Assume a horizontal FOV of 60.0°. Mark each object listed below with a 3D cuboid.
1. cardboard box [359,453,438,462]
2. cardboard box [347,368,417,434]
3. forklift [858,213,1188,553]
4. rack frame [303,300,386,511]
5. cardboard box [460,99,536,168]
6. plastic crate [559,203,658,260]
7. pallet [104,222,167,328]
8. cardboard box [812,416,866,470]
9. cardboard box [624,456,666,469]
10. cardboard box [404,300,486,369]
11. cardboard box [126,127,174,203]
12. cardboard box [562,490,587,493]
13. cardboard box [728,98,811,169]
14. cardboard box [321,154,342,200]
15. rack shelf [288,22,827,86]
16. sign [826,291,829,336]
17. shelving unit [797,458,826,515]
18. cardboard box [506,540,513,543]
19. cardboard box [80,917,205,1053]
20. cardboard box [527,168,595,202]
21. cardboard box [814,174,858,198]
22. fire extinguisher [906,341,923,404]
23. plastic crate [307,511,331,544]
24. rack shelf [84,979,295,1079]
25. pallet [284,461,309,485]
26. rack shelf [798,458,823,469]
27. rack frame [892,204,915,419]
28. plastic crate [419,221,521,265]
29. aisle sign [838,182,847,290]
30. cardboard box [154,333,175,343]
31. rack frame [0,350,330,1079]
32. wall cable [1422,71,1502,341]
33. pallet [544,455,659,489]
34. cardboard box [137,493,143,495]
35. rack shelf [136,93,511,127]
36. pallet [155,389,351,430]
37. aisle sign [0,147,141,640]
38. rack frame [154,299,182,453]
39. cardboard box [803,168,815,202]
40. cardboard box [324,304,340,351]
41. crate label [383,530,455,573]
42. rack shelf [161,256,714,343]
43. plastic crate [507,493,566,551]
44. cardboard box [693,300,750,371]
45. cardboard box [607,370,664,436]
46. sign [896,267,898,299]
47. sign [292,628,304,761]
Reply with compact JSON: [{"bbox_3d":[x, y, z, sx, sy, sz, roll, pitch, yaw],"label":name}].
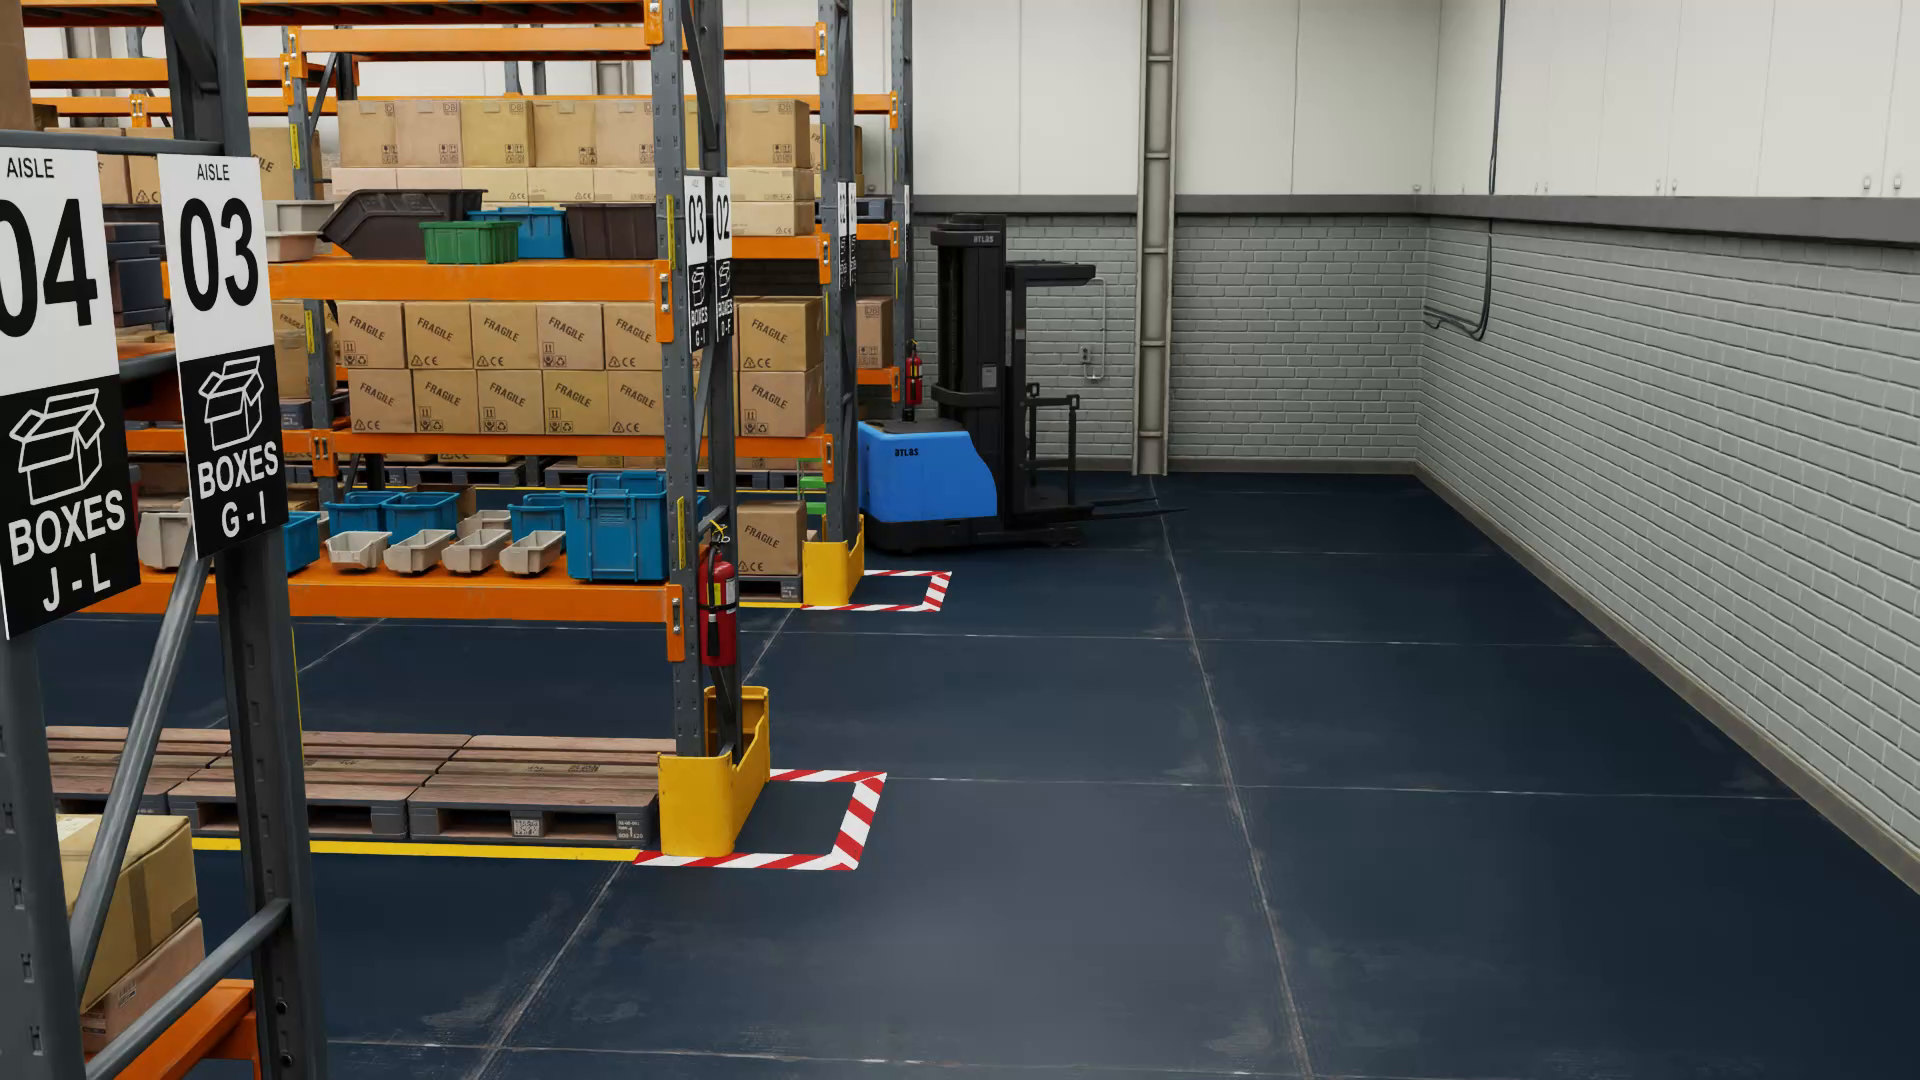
[{"bbox_3d":[-6.137,-1.290,18.317,0.750,0.750,0.750,1,12,5],"label":"cardboard box"},{"bbox_3d":[-4.430,-1.117,13.021,0.500,0.500,0.500,1,12,5],"label":"cardboard box"},{"bbox_3d":[0.596,-1.475,15.144,3.031,2.935,1.130,-4,12,-18],"label":"forklift"},{"bbox_3d":[-4.920,-1.131,13.330,0.127,3.000,1.000,1,12,4],"label":"rack frame"},{"bbox_3d":[-3.444,-3.097,12.718,0.500,0.500,0.700,1,12,4],"label":"cardboard box"},{"bbox_3d":[-1.630,-1.531,8.235,0.590,0.269,0.497,1,12,4],"label":"plastic crate"},{"bbox_3d":[-2.336,-0.485,3.135,1.213,0.211,1.003,1,12,4],"label":"pallet"},{"bbox_3d":[-1.307,-1.059,18.068,0.500,0.500,0.700,1,12,4],"label":"cardboard box"},{"bbox_3d":[-3.353,-1.086,18.196,0.500,0.500,0.700,1,12,3],"label":"cardboard box"},{"bbox_3d":[-3.954,-1.598,12.879,0.500,0.500,0.500,0,12,2],"label":"cardboard box"},{"bbox_3d":[-6.086,-2.929,13.086,0.600,0.600,0.600,1,12,3],"label":"cardboard box"},{"bbox_3d":[-3.045,-0.100,13.423,0.637,0.503,0.797,1,12,4],"label":"cardboard box"},{"bbox_3d":[-1.443,-3.086,12.667,0.500,0.500,0.700,1,12,4],"label":"cardboard box"},{"bbox_3d":[-6.519,-3.924,18.040,0.500,0.500,0.700,1,12,4],"label":"cardboard box"},{"bbox_3d":[-2.925,-3.686,12.659,4.000,0.370,1.077,1,12,4],"label":"rack shelf"},{"bbox_3d":[-0.986,-1.685,12.377,0.005,0.325,0.100,1,12,4],"label":"sign"},{"bbox_3d":[-1.193,-0.550,14.947,0.503,1.200,0.258,1,12,5],"label":"shelving unit"},{"bbox_3d":[-3.652,0.100,13.290,0.250,0.166,0.380,1,12,4],"label":"cardboard box"},{"bbox_3d":[-1.927,0.998,3.766,0.250,0.149,0.380,1,12,4],"label":"cardboard box"},{"bbox_3d":[-2.956,-2.691,12.606,0.500,0.250,0.500,1,12,4],"label":"cardboard box"},{"bbox_3d":[-1.350,-3.693,17.351,0.500,0.250,0.500,1,12,5],"label":"cardboard box"},{"bbox_3d":[-0.482,-1.772,17.493,0.183,0.674,0.296,1,12,4],"label":"fire extinguisher"},{"bbox_3d":[-3.498,-0.057,8.694,0.466,0.136,0.293,1,12,4],"label":"plastic crate"},{"bbox_3d":[-3.591,1.272,3.599,4.000,0.370,1.077,1,12,4],"label":"rack shelf"},{"bbox_3d":[-7.803,-0.807,18.591,1.213,0.211,1.003,1,12,4],"label":"pallet"},{"bbox_3d":[-1.193,-0.722,14.911,0.480,0.148,0.258,1,12,5],"label":"rack shelf"},{"bbox_3d":[-0.602,-2.088,17.907,0.127,3.000,1.000,1,12,4],"label":"rack frame"},{"bbox_3d":[-2.267,-1.384,7.732,0.336,0.188,0.450,1,12,4],"label":"plastic crate"},{"bbox_3d":[-0.882,-2.285,12.499,0.004,0.787,0.394,1,12,4],"label":"aisle sign"},{"bbox_3d":[-6.068,-1.434,13.510,0.500,0.500,0.700,3,12,13],"label":"cardboard box"},{"bbox_3d":[-1.595,0.948,3.394,0.127,3.000,1.000,1,12,4],"label":"rack frame"},{"bbox_3d":[5.017,-3.354,16.892,0.112,2.526,3.097,1,12,4],"label":"wall cable"},{"bbox_3d":[-3.840,-0.752,18.328,1.213,0.211,1.003,1,12,4],"label":"pallet"},{"bbox_3d":[-6.932,-0.093,13.399,0.500,0.500,0.500,0,12,2],"label":"cardboard box"},{"bbox_3d":[-6.589,-4.559,17.800,4.000,0.370,1.077,1,12,4],"label":"rack shelf"},{"bbox_3d":[-5.710,-1.070,13.509,1.213,0.211,1.003,1,12,4],"label":"pallet"},{"bbox_3d":[-1.543,-0.263,2.830,0.004,0.787,0.394,1,12,4],"label":"aisle sign"},{"bbox_3d":[-8.584,-2.198,18.430,0.127,3.000,1.000,1,12,4],"label":"rack frame"},{"bbox_3d":[-1.425,-2.776,13.014,0.500,0.250,0.500,1,12,4],"label":"cardboard box"},{"bbox_3d":[-6.580,-2.321,18.002,0.500,0.500,0.500,1,12,5],"label":"cardboard box"},{"bbox_3d":[-2.658,0.055,8.156,0.243,0.136,0.396,1,12,4],"label":"crate label"},{"bbox_3d":[-3.260,-1.208,8.129,4.000,0.370,1.077,1,12,4],"label":"rack shelf"},{"bbox_3d":[-2.145,-0.091,8.623,0.300,0.233,0.416,1,12,4],"label":"plastic crate"},{"bbox_3d":[-1.896,-1.571,12.749,0.500,0.500,0.500,1,12,5],"label":"cardboard box"},{"bbox_3d":[-2.410,-1.090,12.891,0.500,0.500,0.500,1,12,4],"label":"cardboard box"},{"bbox_3d":[-0.652,-2.660,17.235,0.005,0.325,0.100,1,12,4],"label":"sign"},{"bbox_3d":[-1.552,0.372,3.839,0.005,0.325,0.100,1,12,4],"label":"sign"}]
